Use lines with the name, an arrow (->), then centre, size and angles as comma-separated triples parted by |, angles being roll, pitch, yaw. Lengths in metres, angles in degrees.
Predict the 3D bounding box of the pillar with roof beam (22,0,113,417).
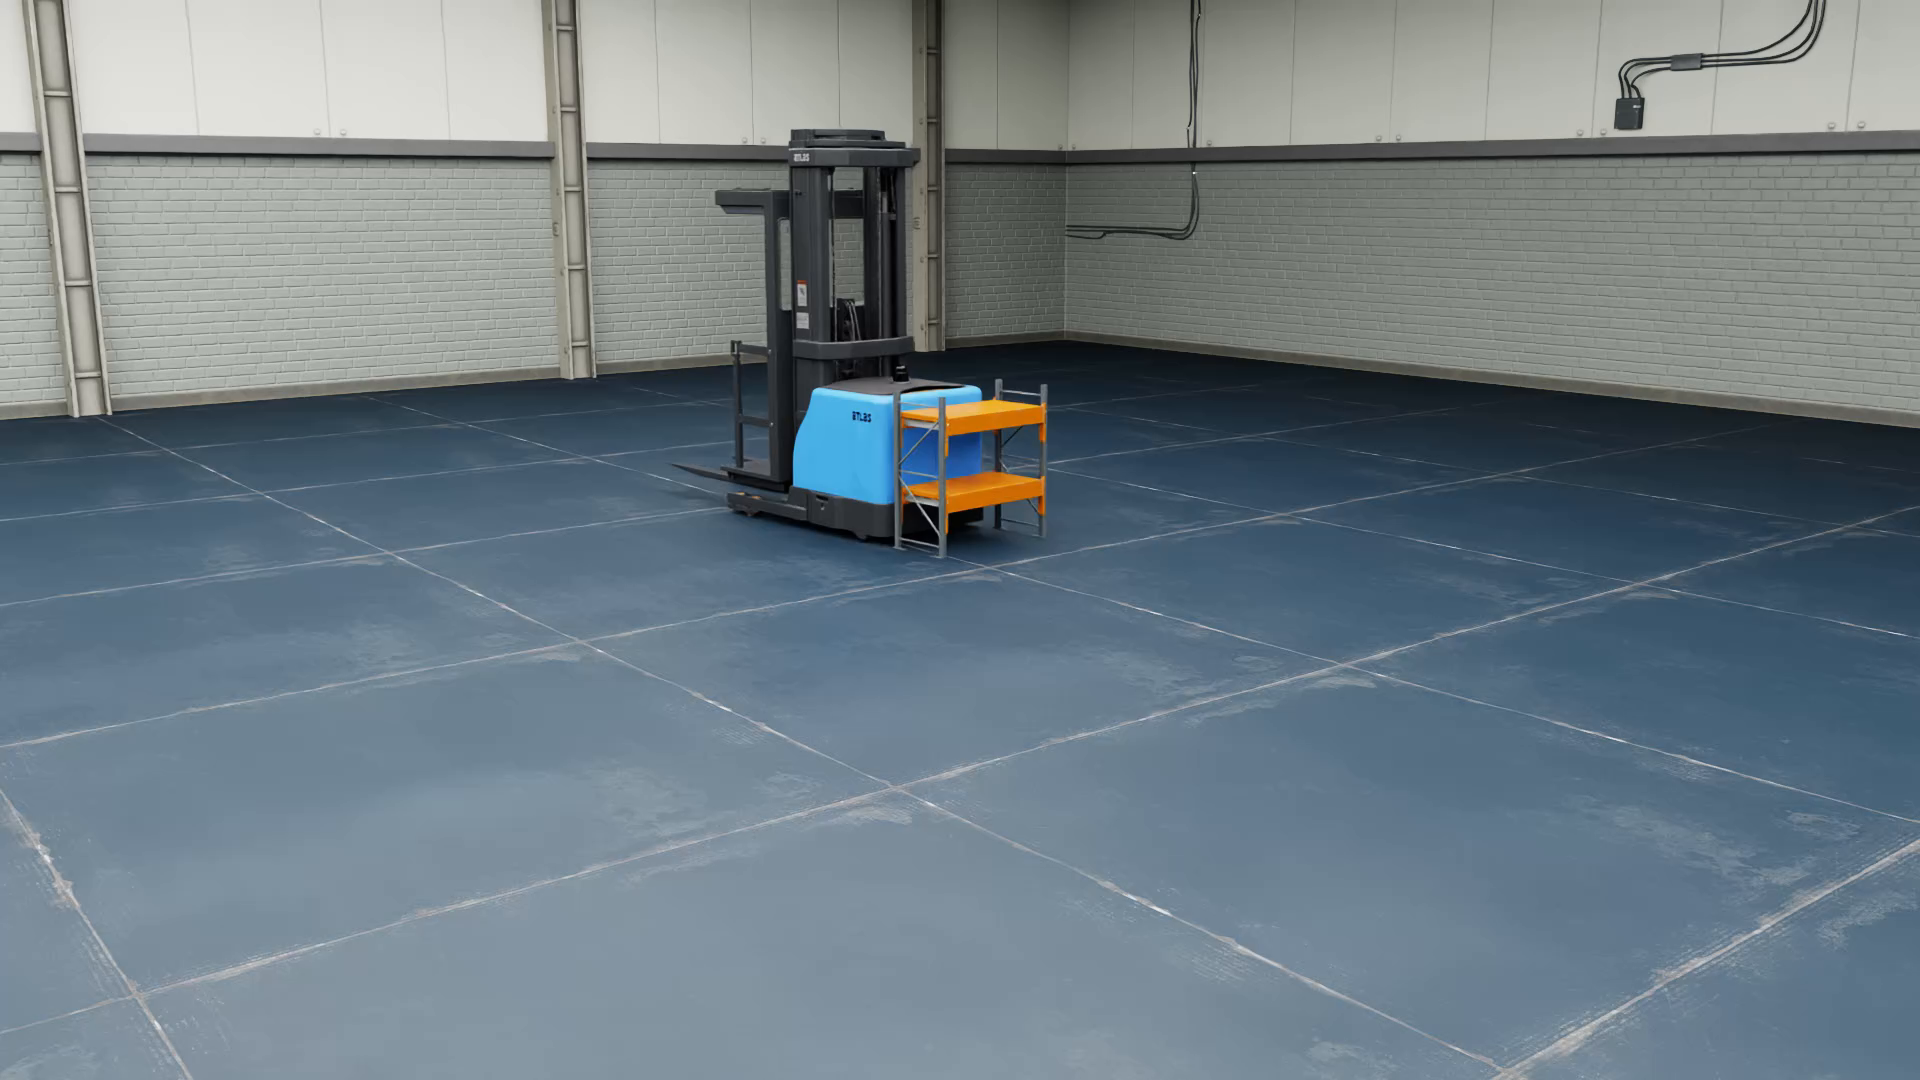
pillar with roof beam -> -7.159, -5.126, 14.606 | 0.400, 9.000, 9.100 | -9, 15, -38

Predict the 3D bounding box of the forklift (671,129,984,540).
forklift -> -1.187, -1.679, 12.978 | 1.130, 2.935, 3.031 | -11, 16, -41

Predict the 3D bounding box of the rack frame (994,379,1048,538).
rack frame -> 0.446, -0.602, 12.256 | 0.032, 1.125, 0.500 | -11, 17, -43

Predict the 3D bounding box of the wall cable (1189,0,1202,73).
wall cable -> 4.338, -8.062, 23.749 | 0.112, 2.526, 3.097 | -9, 15, -38

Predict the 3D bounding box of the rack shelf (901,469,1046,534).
rack shelf -> 0.083, -0.289, 11.959 | 1.000, 0.278, 0.538 | -11, 17, -43

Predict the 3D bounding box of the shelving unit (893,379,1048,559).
shelving unit -> 0.083, -0.528, 11.908 | 1.048, 1.125, 0.538 | -11, 17, -43

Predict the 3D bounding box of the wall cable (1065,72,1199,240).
wall cable -> 2.648, -6.031, 26.340 | 0.112, 2.526, 3.097 | -9, 15, -38

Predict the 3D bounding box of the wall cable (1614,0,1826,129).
wall cable -> 8.566, -7.671, 18.403 | 0.169, 6.003, 2.305 | -9, 15, -38

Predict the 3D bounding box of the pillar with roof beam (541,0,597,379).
pillar with roof beam -> -2.474, -5.905, 18.273 | 0.400, 9.000, 9.100 | -9, 15, -38

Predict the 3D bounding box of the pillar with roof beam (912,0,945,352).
pillar with roof beam -> 2.211, -6.684, 21.939 | 0.400, 9.000, 9.100 | -9, 15, -38

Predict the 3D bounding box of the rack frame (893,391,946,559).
rack frame -> -0.280, -0.454, 11.560 | 0.032, 1.125, 0.500 | -11, 17, -43

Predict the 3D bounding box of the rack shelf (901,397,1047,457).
rack shelf -> 0.083, -0.814, 11.847 | 1.000, 0.278, 0.538 | -11, 17, -43
